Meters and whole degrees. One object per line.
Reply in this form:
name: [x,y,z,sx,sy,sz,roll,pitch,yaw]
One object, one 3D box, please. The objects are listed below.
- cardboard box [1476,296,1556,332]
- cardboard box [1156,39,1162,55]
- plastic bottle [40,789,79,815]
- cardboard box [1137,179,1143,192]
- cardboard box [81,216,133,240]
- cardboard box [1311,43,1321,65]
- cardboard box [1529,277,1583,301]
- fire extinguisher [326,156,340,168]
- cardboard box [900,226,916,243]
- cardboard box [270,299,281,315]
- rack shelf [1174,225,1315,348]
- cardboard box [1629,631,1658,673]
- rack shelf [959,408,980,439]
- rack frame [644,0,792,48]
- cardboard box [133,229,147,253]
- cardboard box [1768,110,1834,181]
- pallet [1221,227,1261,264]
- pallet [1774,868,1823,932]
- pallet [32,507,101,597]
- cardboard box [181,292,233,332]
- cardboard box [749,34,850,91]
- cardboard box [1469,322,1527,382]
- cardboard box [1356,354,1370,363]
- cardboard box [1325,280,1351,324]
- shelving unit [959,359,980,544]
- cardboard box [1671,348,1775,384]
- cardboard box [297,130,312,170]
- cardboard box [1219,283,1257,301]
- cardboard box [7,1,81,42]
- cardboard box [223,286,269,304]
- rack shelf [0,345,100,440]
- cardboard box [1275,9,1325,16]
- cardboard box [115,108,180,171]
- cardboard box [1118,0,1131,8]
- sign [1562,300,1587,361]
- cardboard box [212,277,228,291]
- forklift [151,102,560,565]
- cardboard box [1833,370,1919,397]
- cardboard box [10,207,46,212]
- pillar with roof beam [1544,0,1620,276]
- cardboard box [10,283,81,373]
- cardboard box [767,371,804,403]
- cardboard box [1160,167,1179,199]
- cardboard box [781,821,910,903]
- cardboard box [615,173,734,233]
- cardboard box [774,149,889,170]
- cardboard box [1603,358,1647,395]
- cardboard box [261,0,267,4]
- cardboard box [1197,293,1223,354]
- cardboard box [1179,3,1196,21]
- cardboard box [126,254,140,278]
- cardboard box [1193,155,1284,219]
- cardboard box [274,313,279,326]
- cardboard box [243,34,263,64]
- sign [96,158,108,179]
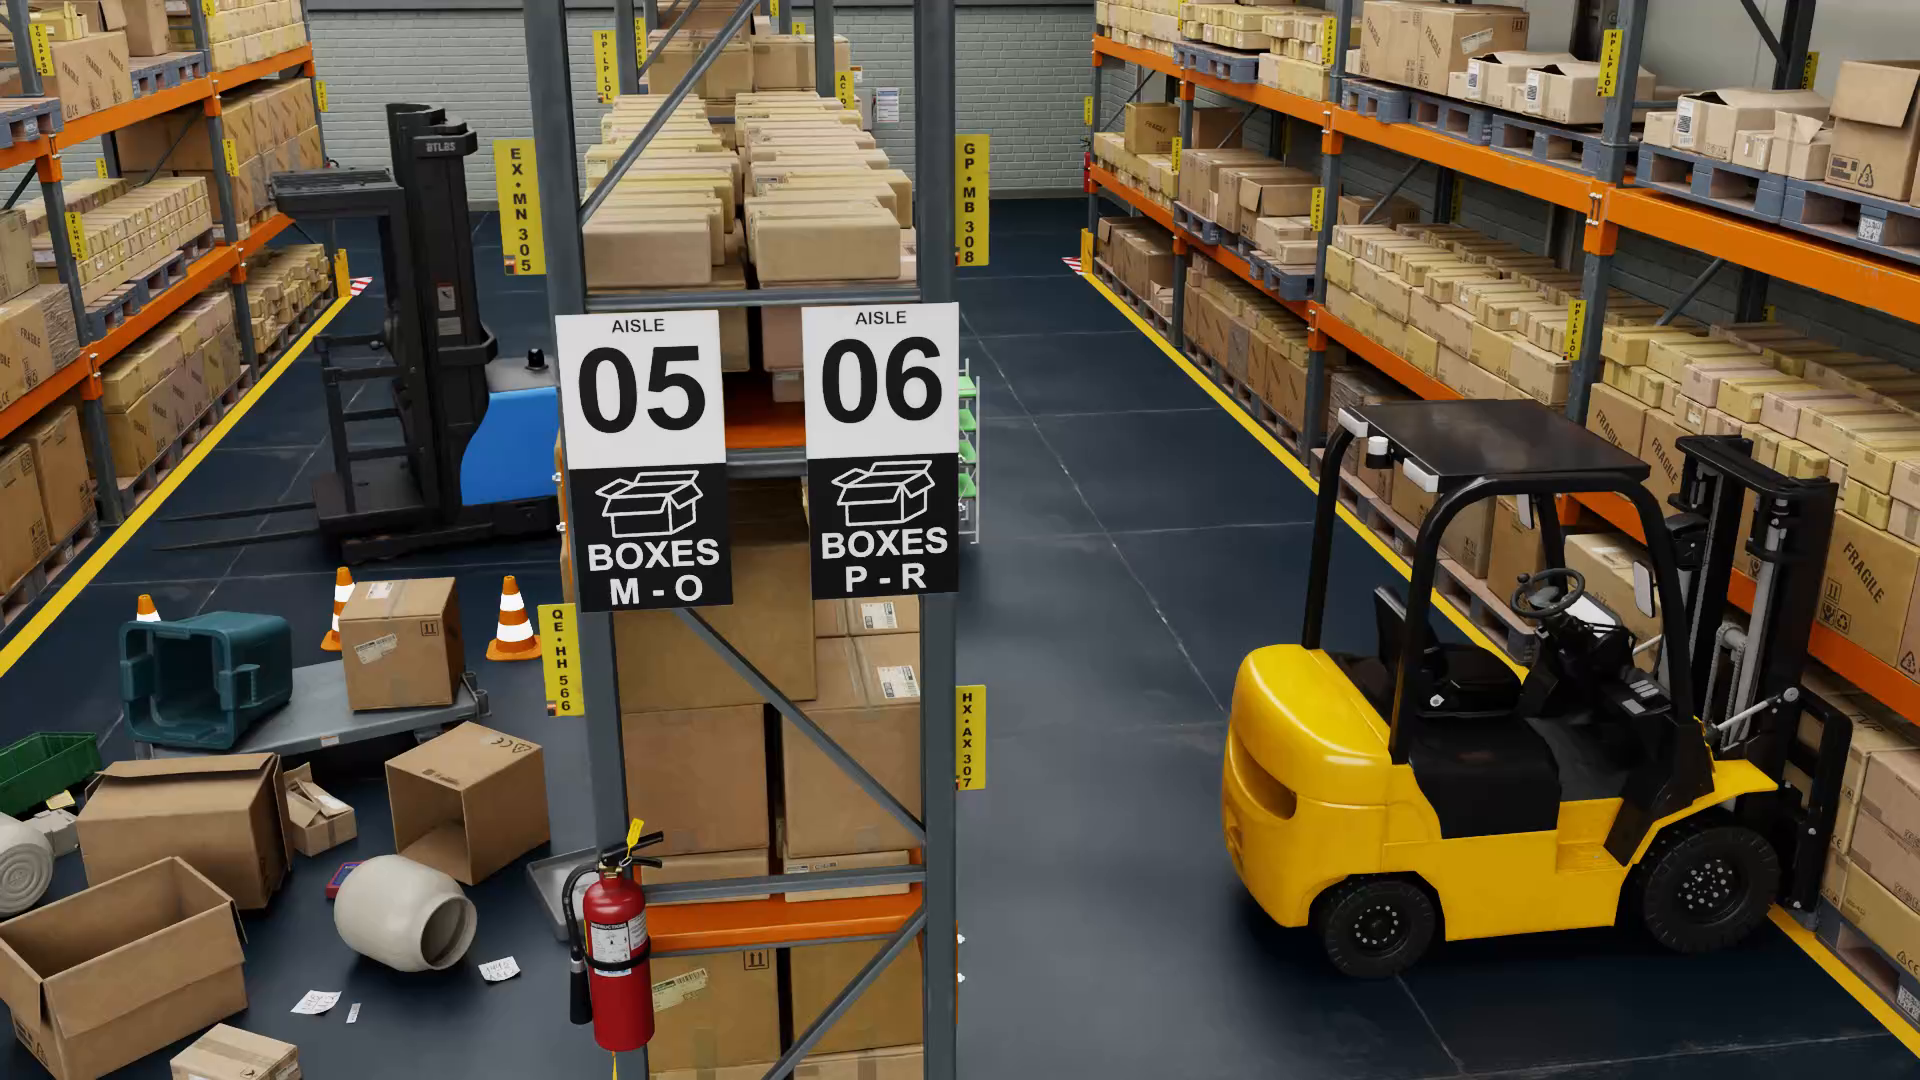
cardboard box: [3.344,-1.362,10.005,0.380,0.149,0.250,-4,21,-9]
cardboard box: [2.230,-5.074,17.087,0.380,0.149,0.250,-3,21,-8]
plastic bottle: [-4.442,1.289,8.179,0.133,0.061,0.283,-15,25,-35]
cardboard box: [2.166,-3.929,18.307,0.380,0.149,0.250,-3,21,-8]
cardboard box: [-6.577,-2.383,12.719,0.380,0.149,0.250,-2,21,-5]
cardboard box: [2.936,-3.752,12.832,0.380,0.149,0.250,-3,21,-9]
cardboard box: [3.850,-1.571,10.566,0.380,0.149,0.250,-3,21,-8]
fire extinguisher: [-7.284,-4.162,19.216,0.296,0.674,0.183,-3,21,-8]
cardboard box: [-0.386,-0.844,5.191,0.500,0.250,0.500,-3,21,-9]
cardboard box: [-7.112,-2.375,16.838,0.380,0.149,0.250,-2,21,-5]
rack shelf: [2.955,-2.384,14.841,1.077,0.370,4.000,-3,21,-8]
cardboard box: [3.659,0.571,8.516,0.500,0.250,0.500,-3,21,-8]
rack shelf: [-0.024,-0.784,11.598,0.258,0.148,0.480,-3,21,-8]
rack frame: [-1.668,-4.587,11.137,1.000,3.000,0.127,-3,21,-8]
cardboard box: [-6.610,-2.334,13.012,0.380,0.149,0.250,-3,21,-8]
cardboard box: [3.734,-1.700,7.144,0.396,0.266,0.258,-3,21,-9]
pallet: [2.959,-2.612,14.697,1.003,0.211,1.213,-3,21,-8]
pallet: [4.073,1.363,7.764,1.003,0.211,1.213,-3,21,-8]
pallet: [-6.512,0.091,11.172,1.003,0.211,1.213,-3,21,-8]
cardboard box: [-6.771,-2.009,14.709,0.500,0.250,0.500,-3,21,-9]
cardboard box: [-0.861,-2.553,8.876,0.500,0.250,0.500,-3,21,-9]
cardboard box: [3.415,-1.143,9.988,0.500,0.250,0.500,-3,21,-9]
cardboard box: [3.477,-1.555,13.637,0.380,0.149,0.250,-2,21,-5]
cardboard box: [3.066,-1.793,12.443,0.500,0.250,0.500,-3,21,-8]
shelving unit: [-0.024,-0.619,11.660,0.258,1.200,0.503,-3,21,-8]
cardboard box: [3.745,-0.835,8.169,0.380,0.149,0.250,-3,21,-9]
cardboard box: [-7.316,-4.127,17.912,0.500,0.500,0.500,-3,21,-9]
cardboard box: [2.673,-2.331,15.716,0.380,0.149,0.250,-3,21,-9]
cardboard box: [-6.411,-3.636,11.639,0.396,0.266,0.258,-3,21,-8]
cardboard box: [-7.099,-2.420,16.531,0.380,0.149,0.250,-3,21,-9]
rack shelf: [-6.263,-0.463,9.697,1.077,0.370,4.000,-3,21,-8]
cardboard box: [2.961,-4.536,14.478,0.380,0.149,0.250,-3,21,-7]
cardboard box: [-7.463,-3.681,15.288,0.500,0.500,0.500,-4,21,-10]
cardboard box: [2.046,-5.991,18.256,0.500,0.250,0.500,-3,21,-9]
sign: [3.285,-1.118,8.882,0.100,0.325,0.005,-3,21,-8]
cardboard box: [-7.698,-2.575,16.948,0.380,0.149,0.250,-4,21,-10]
forklift: [-4.044,-1.416,11.318,3.031,2.935,1.130,-9,22,-22]
cardboard box: [4.327,-0.684,7.766,0.380,0.149,0.250,-3,21,-9]
cardboard box: [-7.297,-2.535,13.124,0.380,0.149,0.250,-2,21,-6]
pillar with roof beam: [0.063,-4.216,10.143,9.100,9.000,0.400,-3,21,-8]
cardboard box: [-6.221,-1.397,11.026,0.500,0.500,0.500,-3,21,-8]
cardboard box: [-0.367,-0.512,4.873,0.380,0.149,0.250,-4,21,-9]
cardboard box: [2.352,-3.647,16.982,0.500,0.250,0.500,-2,21,-6]
cardboard box: [-0.359,0.982,5.158,0.380,0.149,0.250,-3,21,-8]
cardboard box: [-0.895,-1.040,5.145,0.380,0.149,0.250,-3,21,-7]
cardboard box: [-0.441,-1.244,5.692,0.380,0.149,0.250,-2,21,-6]
cardboard box: [3.606,-0.871,8.691,0.380,0.149,0.250,-3,21,-9]
cardboard box: [-7.213,-5.473,16.725,0.380,0.149,0.250,-2,21,-7]
cardboard box: [2.601,-2.077,15.962,0.500,0.500,0.500,-3,21,-8]
cardboard box: [2.276,-4.959,15.609,0.380,0.149,0.250,-2,21,-6]
cardboard box: [-6.575,-2.108,12.833,0.380,0.149,0.250,-2,21,-6]
cardboard box: [2.590,-3.299,15.519,0.700,0.500,0.500,-3,21,-7]
cardboard box: [-7.148,-2.233,16.883,0.380,0.149,0.250,-4,21,-10]
cardboard box: [-7.071,-4.740,16.048,0.500,0.250,0.500,-2,21,-5]
sign: [-7.664,-3.253,14.901,0.100,0.325,0.005,-3,21,-8]
